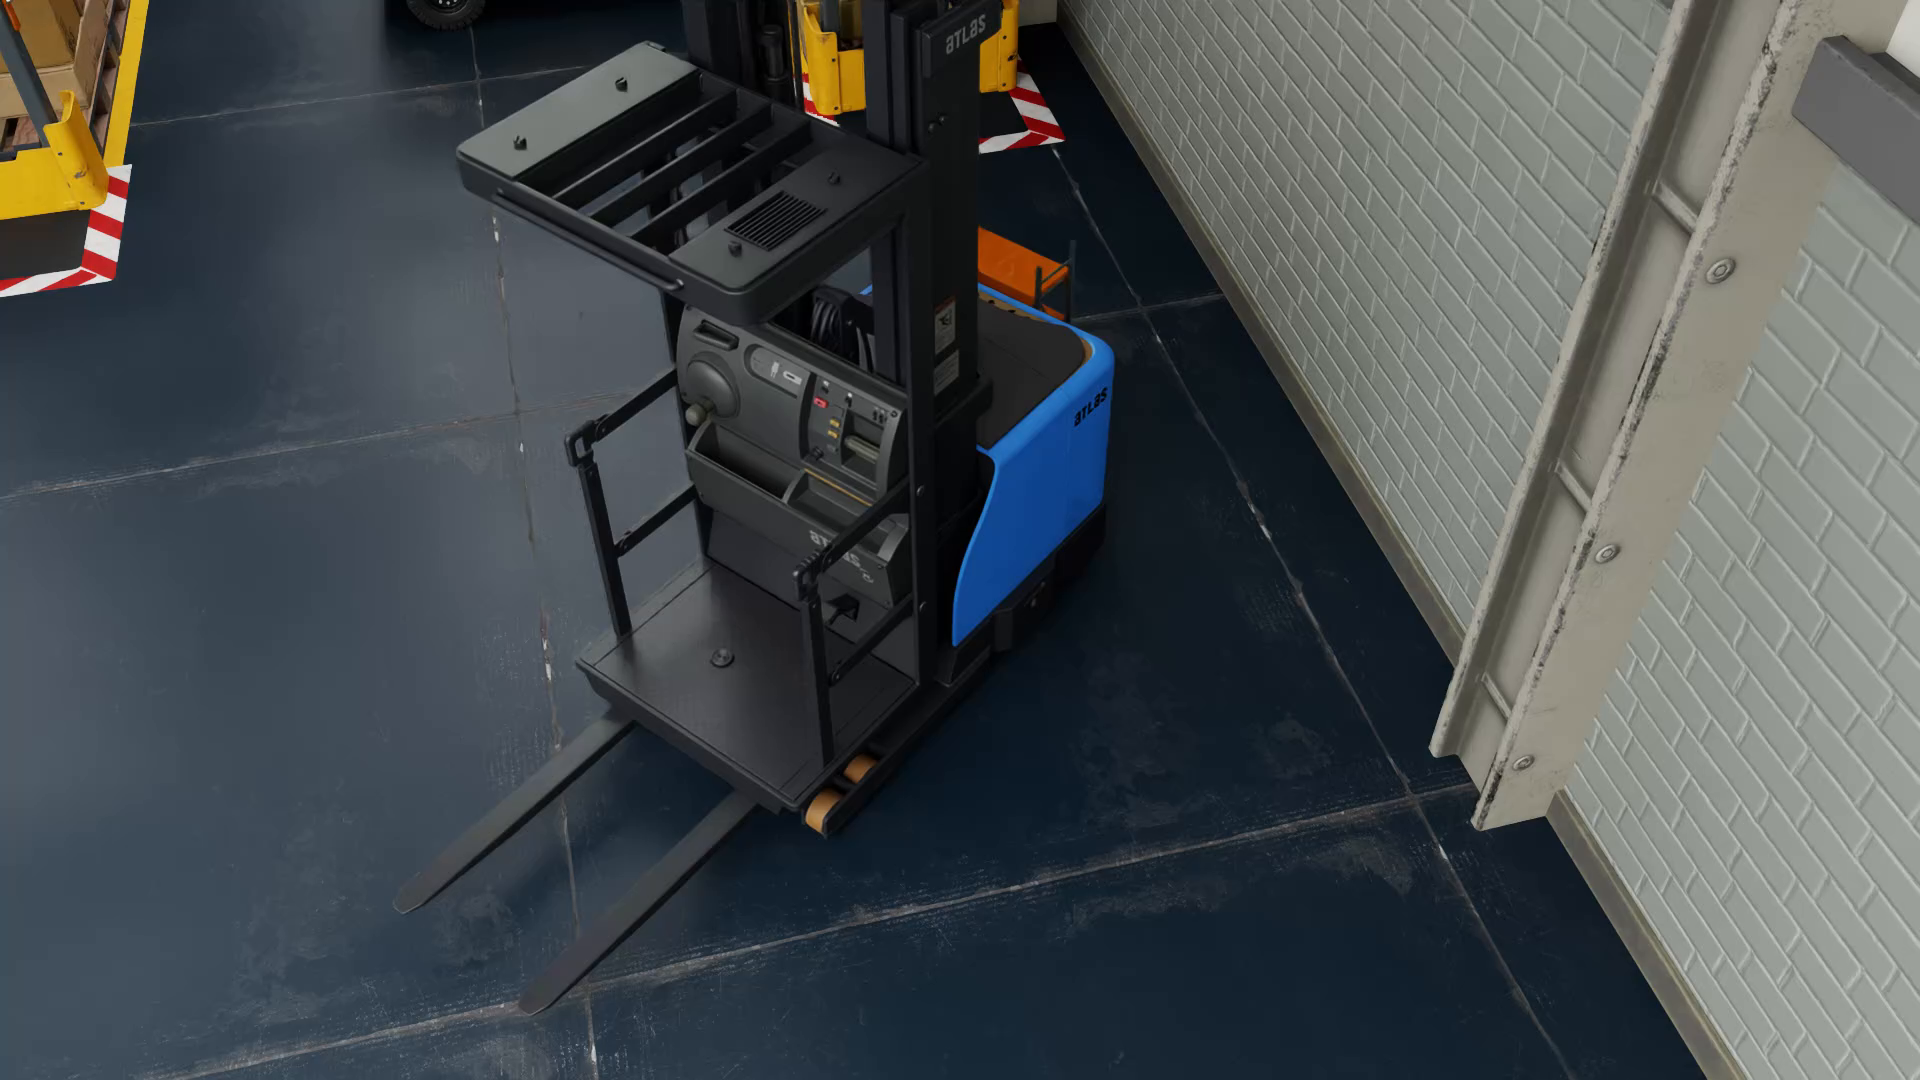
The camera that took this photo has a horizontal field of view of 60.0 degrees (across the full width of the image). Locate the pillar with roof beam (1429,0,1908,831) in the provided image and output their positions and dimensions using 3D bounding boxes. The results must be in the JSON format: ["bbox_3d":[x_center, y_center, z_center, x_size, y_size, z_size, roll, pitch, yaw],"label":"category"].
[{"bbox_3d":[-2.206,-1.481,2.151,9.100,9.000,0.400,-11,47,-10],"label":"pillar with roof beam"}]

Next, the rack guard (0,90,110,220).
[{"bbox_3d":[-5.090,-1.932,8.544,1.175,0.500,0.348,-11,47,-10],"label":"rack guard"}]

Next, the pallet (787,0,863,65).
[{"bbox_3d":[-0.509,-3.209,9.998,1.003,0.211,1.213,-11,47,-10],"label":"pallet"}]

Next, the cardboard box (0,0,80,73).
[{"bbox_3d":[-5.016,-2.826,8.776,0.500,0.500,0.500,-12,47,-12],"label":"cardboard box"}]

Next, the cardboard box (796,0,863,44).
[{"bbox_3d":[-0.699,-3.116,9.585,0.500,0.250,0.500,-10,46,-10],"label":"cardboard box"}]

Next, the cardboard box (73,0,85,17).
[{"bbox_3d":[-5.154,-3.186,9.129,0.500,0.500,0.500,-12,47,-12],"label":"cardboard box"}]

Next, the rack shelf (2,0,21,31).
[{"bbox_3d":[-5.582,-3.884,9.210,1.077,0.370,4.000,-11,47,-10],"label":"rack shelf"}]

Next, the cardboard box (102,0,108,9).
[{"bbox_3d":[-5.285,-3.275,9.741,0.500,0.250,0.500,-8,46,-8],"label":"cardboard box"}]

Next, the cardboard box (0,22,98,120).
[{"bbox_3d":[-5.010,-2.547,9.028,0.500,0.250,0.500,-11,47,-11],"label":"cardboard box"}]

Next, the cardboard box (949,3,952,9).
[{"bbox_3d":[-0.210,-3.224,9.692,0.500,0.250,0.500,-11,47,-10],"label":"cardboard box"}]

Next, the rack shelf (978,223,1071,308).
[{"bbox_3d":[0.180,-1.064,6.653,0.480,0.148,0.258,30,53,26],"label":"rack shelf"}]

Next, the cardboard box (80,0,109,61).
[{"bbox_3d":[-5.133,-2.901,9.374,0.500,0.250,0.500,-9,46,-9],"label":"cardboard box"}]

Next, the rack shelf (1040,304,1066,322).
[{"bbox_3d":[0.180,-0.898,6.822,0.480,0.148,0.258,30,53,26],"label":"rack shelf"}]

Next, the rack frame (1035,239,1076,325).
[{"bbox_3d":[0.370,-0.680,6.827,0.015,1.200,0.240,30,53,26],"label":"rack frame"}]

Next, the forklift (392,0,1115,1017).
[{"bbox_3d":[-0.697,-0.375,5.316,1.130,2.935,3.031,29,52,25],"label":"forklift"}]

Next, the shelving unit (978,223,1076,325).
[{"bbox_3d":[0.180,-0.789,6.934,0.503,1.200,0.258,30,53,26],"label":"shelving unit"}]

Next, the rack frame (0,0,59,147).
[{"bbox_3d":[-5.070,-2.755,7.600,1.000,3.000,0.127,-11,47,-10],"label":"rack frame"}]

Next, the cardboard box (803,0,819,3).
[{"bbox_3d":[-0.700,-3.303,9.419,0.500,0.250,0.500,-11,47,-11],"label":"cardboard box"}]

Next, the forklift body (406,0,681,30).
[{"bbox_3d":[-2.522,-4.343,9.751,2.313,2.155,1.214,-11,47,-10],"label":"forklift body"}]

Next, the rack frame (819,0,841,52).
[{"bbox_3d":[-0.273,-3.665,8.492,1.000,3.000,0.127,-11,47,-10],"label":"rack frame"}]

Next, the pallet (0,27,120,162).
[{"bbox_3d":[-5.264,-2.399,9.204,1.003,0.211,1.213,-11,47,-10],"label":"pallet"}]

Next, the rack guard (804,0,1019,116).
[{"bbox_3d":[-0.267,-2.773,9.369,1.175,0.500,0.348,-11,47,-10],"label":"rack guard"}]

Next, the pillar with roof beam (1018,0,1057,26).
[{"bbox_3d":[-3.742,-5.623,6.211,9.100,9.000,0.400,-11,47,-10],"label":"pillar with roof beam"}]

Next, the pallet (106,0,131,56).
[{"bbox_3d":[-5.572,-3.239,10.027,1.003,0.211,1.213,-11,47,-10],"label":"pallet"}]
